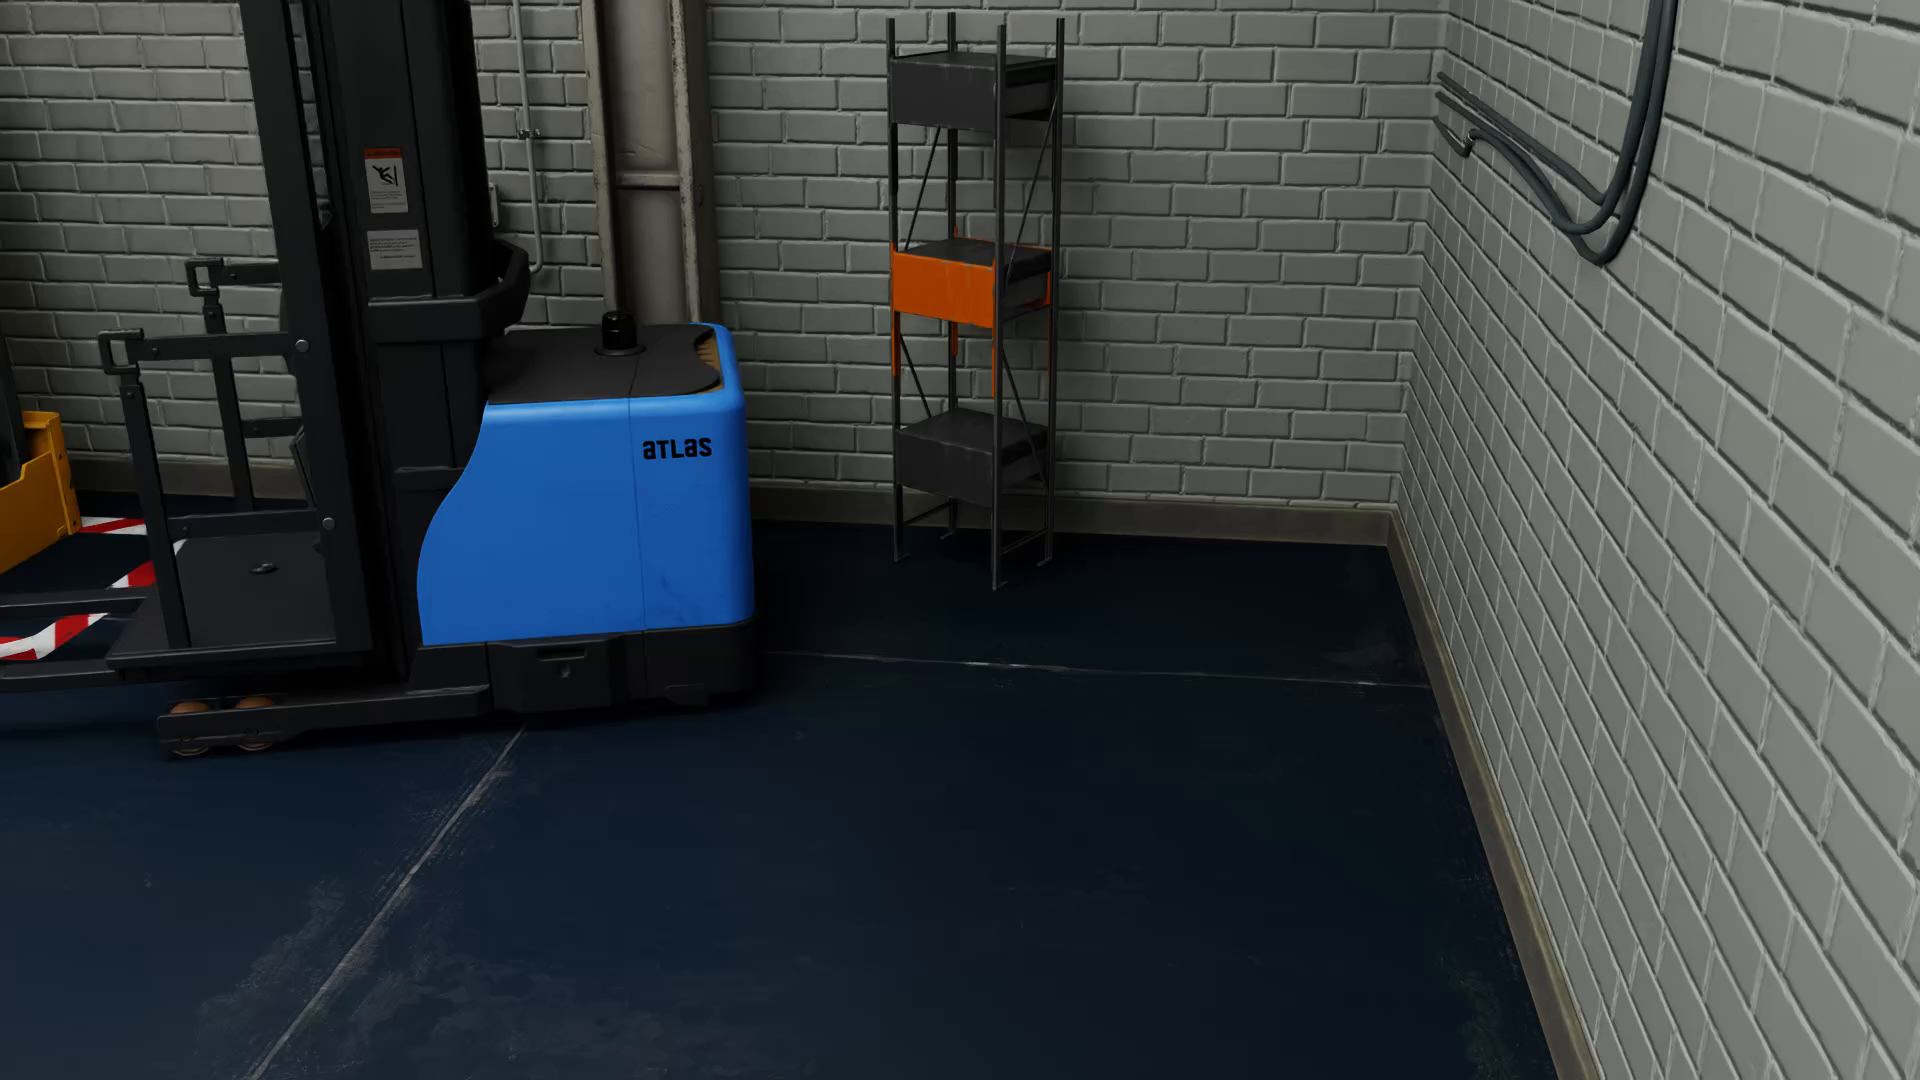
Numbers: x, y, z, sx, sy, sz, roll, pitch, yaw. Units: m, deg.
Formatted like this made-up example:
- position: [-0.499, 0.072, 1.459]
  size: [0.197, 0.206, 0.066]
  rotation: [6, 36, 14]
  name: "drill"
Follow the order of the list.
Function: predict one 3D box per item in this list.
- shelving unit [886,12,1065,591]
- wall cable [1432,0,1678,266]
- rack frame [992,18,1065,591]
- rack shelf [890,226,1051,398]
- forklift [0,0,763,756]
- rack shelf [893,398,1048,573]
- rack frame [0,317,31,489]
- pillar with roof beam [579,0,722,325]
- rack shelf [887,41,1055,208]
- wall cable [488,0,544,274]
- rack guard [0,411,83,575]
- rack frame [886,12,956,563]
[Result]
- position: [0.055, -0.892, 6.339]
  size: [0.503, 2.100, 0.431]
  rotation: [15, 26, 34]
  name: "shelving unit"
- position: [1.590, -2.227, 4.556]
  size: [0.112, 2.526, 3.097]
  rotation: [2, 22, 6]
  name: "wall cable"
- position: [0.251, -0.838, 6.204]
  size: [0.015, 2.100, 0.400]
  rotation: [15, 26, 34]
  name: "rack frame"
- position: [0.055, -0.879, 6.344]
  size: [0.480, 0.518, 0.431]
  rotation: [15, 26, 34]
  name: "rack shelf"
- position: [-2.228, -0.895, 5.217]
  size: [3.031, 2.935, 1.130]
  rotation: [-4, 22, -9]
  name: "forklift"
- position: [0.055, -0.228, 6.601]
  size: [0.480, 0.518, 0.431]
  rotation: [15, 26, 34]
  name: "rack shelf"
- position: [-3.985, -1.256, 6.037]
  size: [0.127, 3.000, 1.000]
  rotation: [2, 22, 6]
  name: "rack frame"
- position: [-1.708, -2.673, 1.462]
  size: [0.400, 9.000, 9.100]
  rotation: [2, 22, 6]
  name: "pillar with roof beam"
- position: [0.055, -1.530, 6.087]
  size: [0.480, 0.518, 0.431]
  rotation: [15, 26, 34]
  name: "rack shelf"
- position: [-2.602, -2.018, 6.584]
  size: [1.851, 1.984, 0.084]
  rotation: [2, 22, 6]
  name: "wall cable"
- position: [-3.961, -0.093, 6.494]
  size: [0.348, 0.500, 1.175]
  rotation: [2, 22, 6]
  name: "rack guard"
- position: [-0.141, -0.945, 6.474]
  size: [0.015, 2.100, 0.400]
  rotation: [15, 26, 34]
  name: "rack frame"
